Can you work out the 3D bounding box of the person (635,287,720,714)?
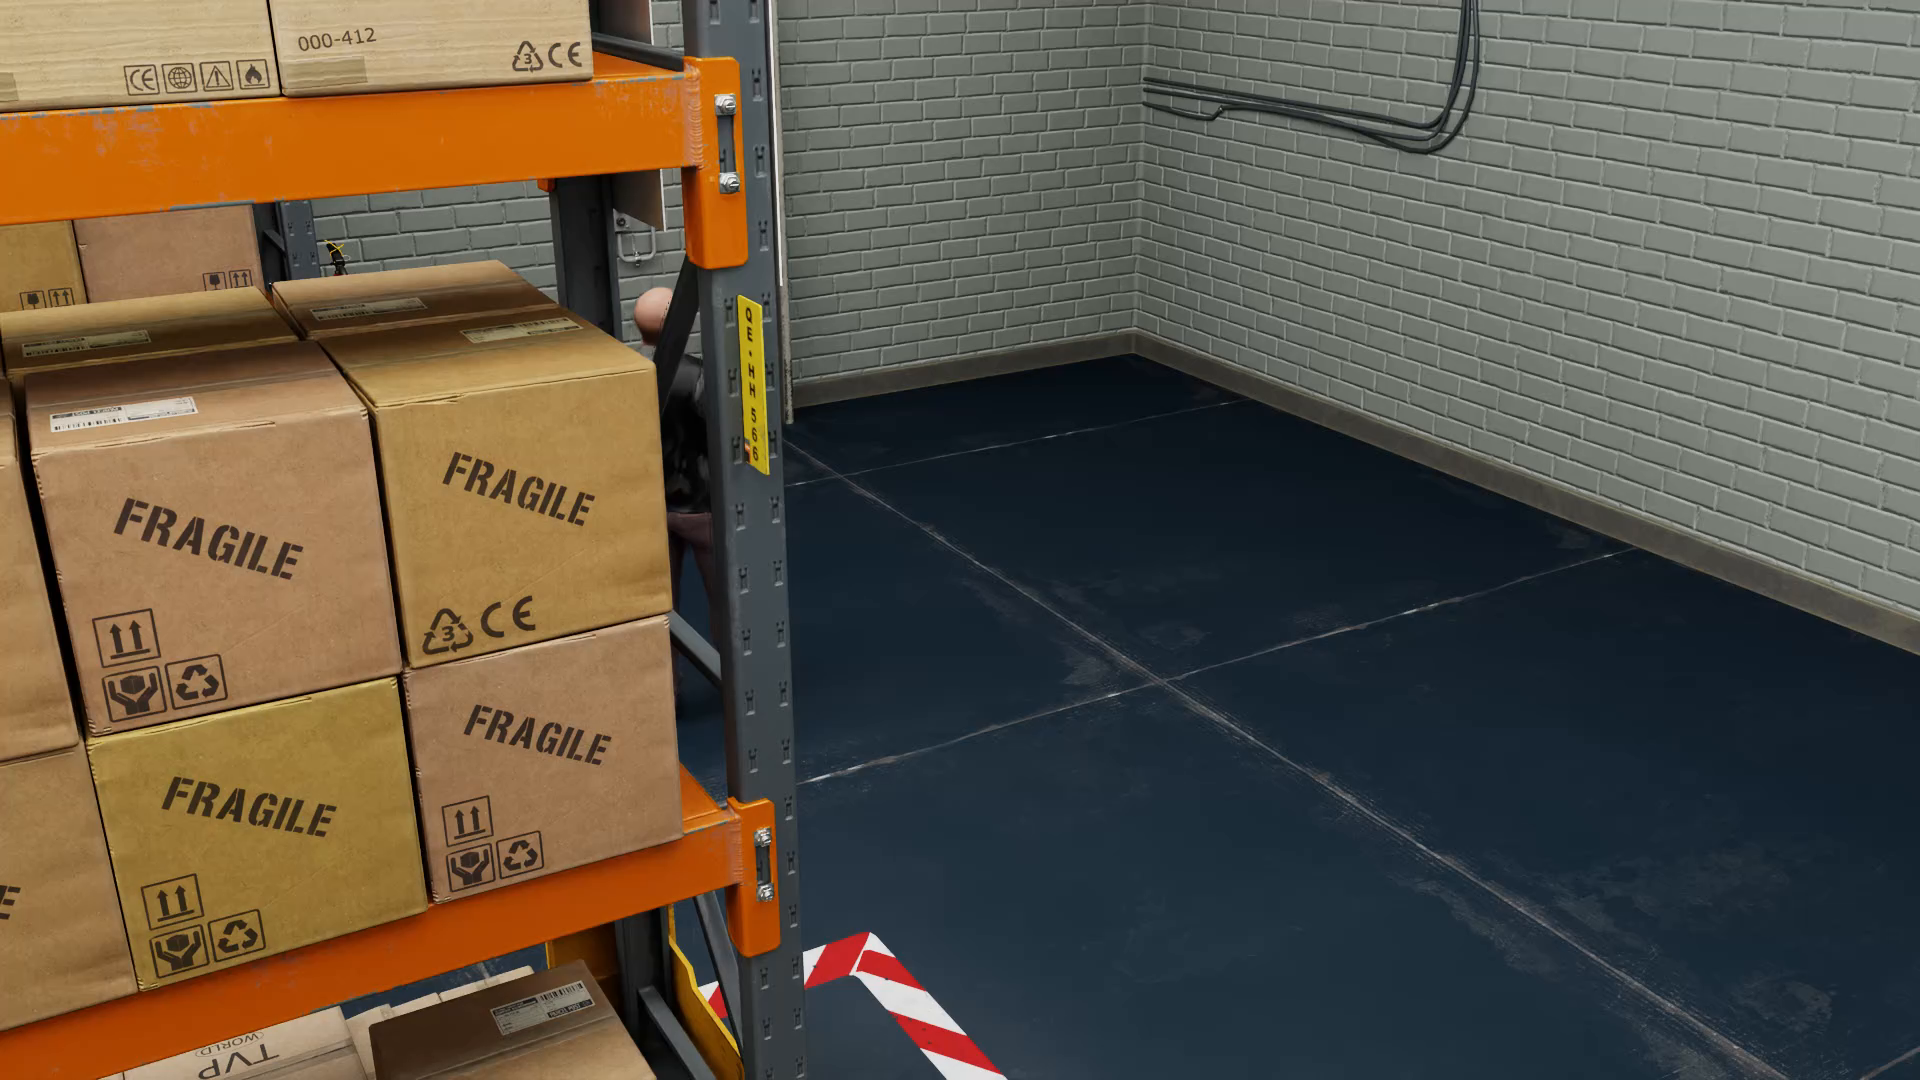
[{"bbox_3d":[-1.060,-0.119,6.481,0.534,1.654,0.516,6,22,14],"label":"person"}]
